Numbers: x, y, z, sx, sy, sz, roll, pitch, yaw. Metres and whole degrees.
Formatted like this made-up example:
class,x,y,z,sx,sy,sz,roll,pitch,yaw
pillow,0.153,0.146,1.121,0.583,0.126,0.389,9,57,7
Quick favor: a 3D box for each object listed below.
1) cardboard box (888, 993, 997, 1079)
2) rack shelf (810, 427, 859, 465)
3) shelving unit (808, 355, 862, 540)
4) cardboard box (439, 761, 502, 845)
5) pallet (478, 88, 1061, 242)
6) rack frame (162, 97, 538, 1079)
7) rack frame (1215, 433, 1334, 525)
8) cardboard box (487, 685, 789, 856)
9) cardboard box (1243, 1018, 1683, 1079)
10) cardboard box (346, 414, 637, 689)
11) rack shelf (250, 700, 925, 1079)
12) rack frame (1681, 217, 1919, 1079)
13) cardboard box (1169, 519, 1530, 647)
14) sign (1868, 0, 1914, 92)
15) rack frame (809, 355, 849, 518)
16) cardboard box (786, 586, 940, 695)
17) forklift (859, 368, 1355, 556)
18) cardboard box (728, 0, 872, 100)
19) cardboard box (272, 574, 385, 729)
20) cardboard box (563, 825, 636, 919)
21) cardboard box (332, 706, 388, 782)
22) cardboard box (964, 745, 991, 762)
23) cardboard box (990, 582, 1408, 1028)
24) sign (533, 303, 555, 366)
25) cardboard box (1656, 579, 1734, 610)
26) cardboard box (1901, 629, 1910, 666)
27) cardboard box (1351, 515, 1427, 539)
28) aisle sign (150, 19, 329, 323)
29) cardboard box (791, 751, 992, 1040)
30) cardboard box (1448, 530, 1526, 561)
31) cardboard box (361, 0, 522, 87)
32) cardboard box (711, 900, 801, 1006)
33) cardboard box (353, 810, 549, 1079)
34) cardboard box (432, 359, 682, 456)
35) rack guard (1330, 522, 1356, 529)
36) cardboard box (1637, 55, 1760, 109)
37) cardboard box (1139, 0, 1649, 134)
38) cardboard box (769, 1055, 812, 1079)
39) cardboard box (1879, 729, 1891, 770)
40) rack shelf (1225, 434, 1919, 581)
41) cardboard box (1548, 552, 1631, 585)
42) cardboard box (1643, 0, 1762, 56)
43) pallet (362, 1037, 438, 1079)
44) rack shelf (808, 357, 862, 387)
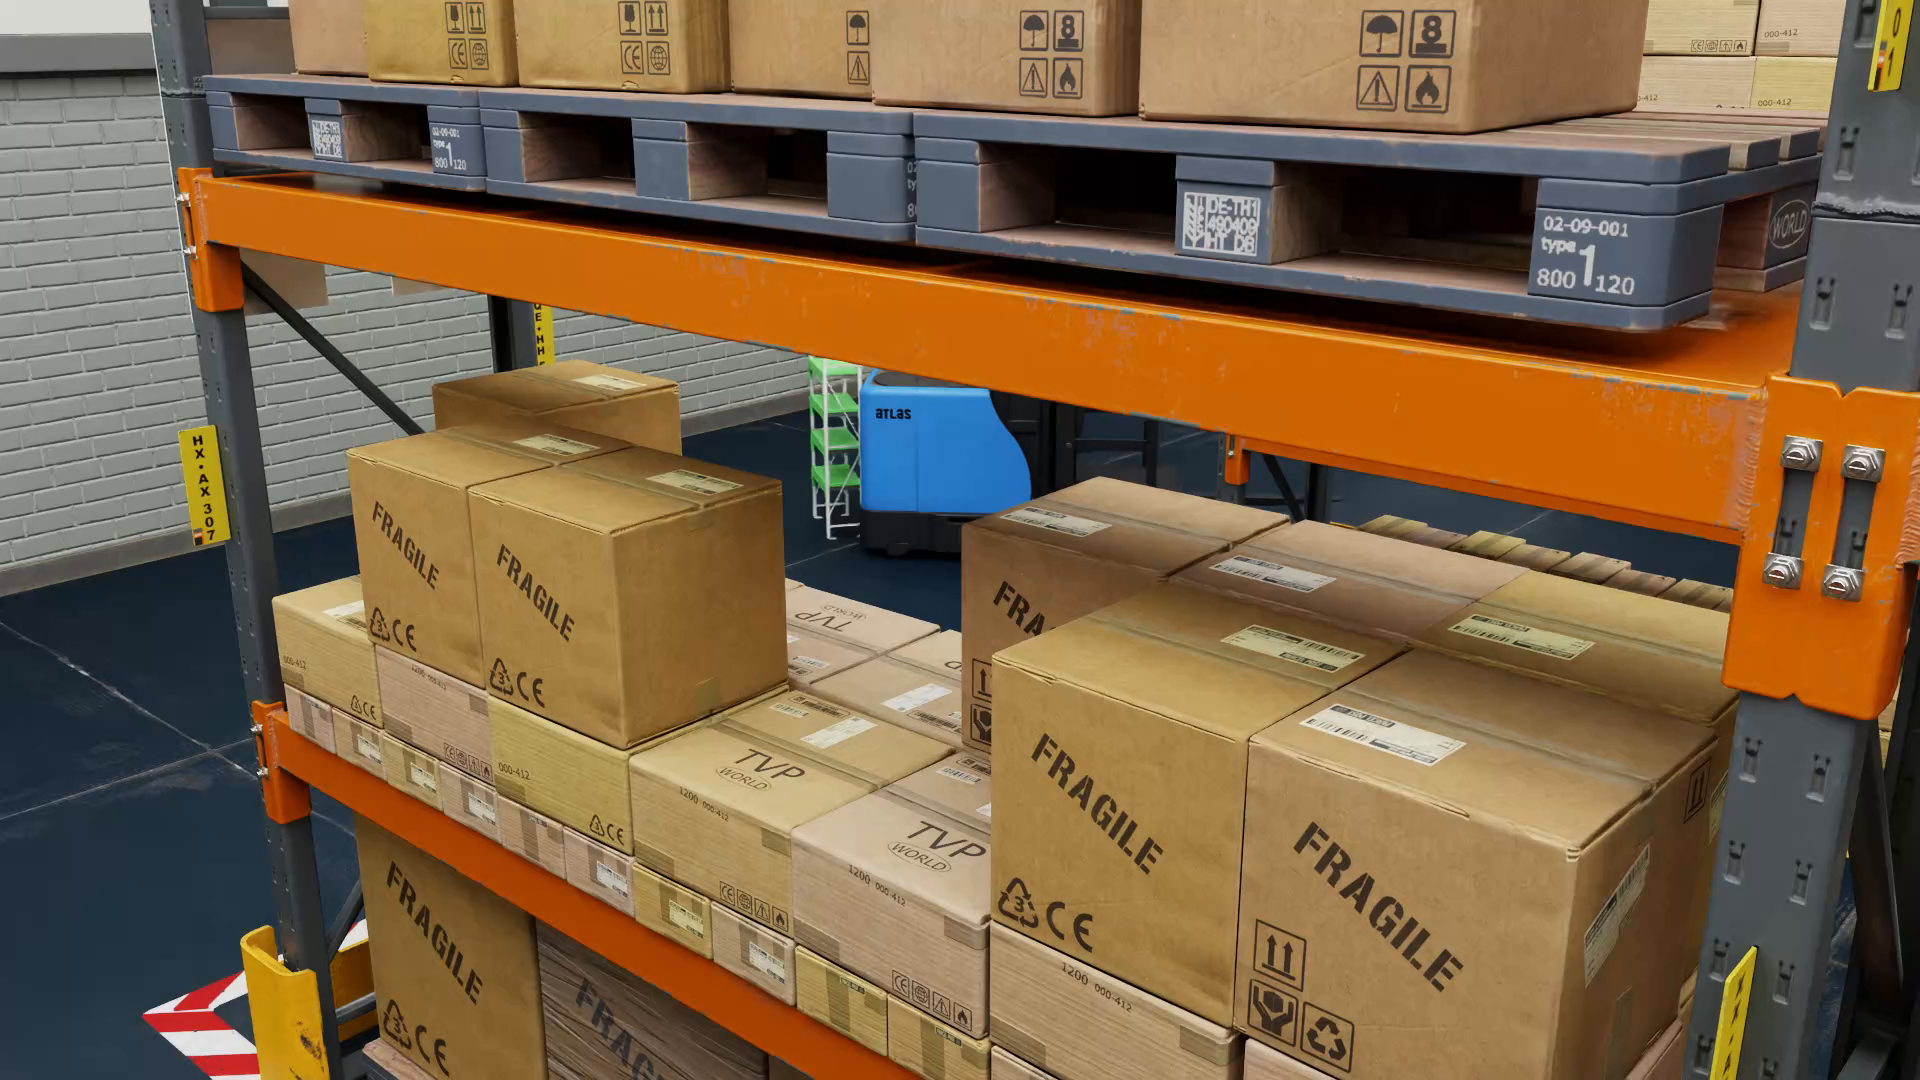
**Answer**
class,x,y,z,sx,sy,sz,roll,pitch,yaw
cardboard box,0.079,0.907,3.209,0.250,0.149,0.380,16,23,40
rack shelf,-0.796,-0.596,10.719,0.258,0.148,0.480,-5,18,-14
shelving unit,-0.796,-0.657,10.699,0.258,1.200,0.503,-5,18,-14
cardboard box,-1.070,0.598,4.183,0.250,0.149,0.380,15,23,38
pallet,-0.219,-0.818,3.418,1.213,0.211,1.003,15,23,39
rack frame,-1.697,0.178,5.092,0.127,3.000,1.000,15,23,39
rack frame,1.671,-0.924,8.564,0.127,3.000,1.000,15,23,39
cardboard box,-0.751,0.470,3.929,0.500,0.250,0.500,14,22,37
cardboard box,0.790,0.882,2.631,0.500,0.250,0.500,14,23,38
cardboard box,-1.143,0.008,4.143,0.500,0.500,0.500,14,23,38
rack shelf,-0.201,0.923,3.935,4.000,0.370,1.077,15,23,39
rack frame,1.295,0.981,2.561,0.127,3.000,1.000,15,23,39
cardboard box,0.743,0.299,3.228,0.500,0.500,0.500,15,23,39
sign,0.927,-0.607,1.620,0.005,0.325,0.100,15,23,39
rack frame,-0.860,-0.729,10.924,0.240,1.200,0.015,-5,18,-14
cardboard box,-0.399,0.349,4.309,0.500,0.250,0.500,14,22,37
forklift,0.925,-1.397,10.169,3.031,2.935,1.130,1,18,5
cardboard box,-0.027,-1.134,3.241,0.500,0.500,0.700,16,24,42
cardboard box,-1.517,0.265,4.573,0.500,0.250,0.500,14,23,38
cardboard box,-0.687,0.701,3.858,0.250,0.149,0.380,15,23,39
cardboard box,-1.458,0.495,4.509,0.250,0.149,0.380,15,23,38
cardboard box,0.357,0.554,3.665,0.500,0.250,0.500,16,23,41
cardboard box,0.401,0.420,2.845,0.500,0.500,0.500,15,23,40
sign,-1.327,-0.607,5.259,0.005,0.325,0.100,15,23,39
cardboard box,3.390,0.319,7.683,0.250,0.149,0.380,15,23,40
cardboard box,3.944,0.483,7.167,0.250,0.149,0.380,14,23,38
cardboard box,2.235,0.000,8.687,0.250,0.149,0.380,15,23,40
aisle sign,-1.950,-1.008,4.530,0.004,0.787,0.394,15,23,39
cardboard box,0.020,0.676,3.279,0.500,0.250,0.500,16,23,40
cardboard box,2.663,0.087,8.414,0.250,0.149,0.380,14,23,38
cardboard box,-0.932,-1.315,3.811,0.500,0.500,0.700,14,22,37
cardboard box,-0.302,0.805,3.533,0.250,0.149,0.380,16,23,40
cardboard box,-1.165,1.101,5.002,0.875,0.875,0.875,15,23,39
cardboard box,-1.158,-0.211,4.835,0.500,0.500,0.500,15,23,40
rack guard,1.728,0.283,8.894,0.348,0.500,1.175,15,23,39
cardboard box,3.000,-1.821,6.679,0.500,0.250,0.500,15,23,39
cardboard box,0.669,-0.887,2.466,0.500,0.500,0.700,13,22,36
cardboard box,0.181,1.462,3.863,0.875,0.875,0.875,15,23,39
cardboard box,3.793,0.804,6.648,0.250,0.149,0.380,14,22,37
rack shelf,3.167,-0.179,7.407,4.000,0.370,1.077,15,23,39
cardboard box,3.052,0.195,8.075,0.250,0.149,0.380,16,24,41
cardboard box,2.967,-2.063,6.617,0.500,0.250,0.500,14,22,37
pallet,-1.047,1.650,5.063,1.213,0.211,1.003,15,23,39
rack shelf,-0.796,-1.054,10.573,0.258,0.148,0.480,-5,18,-14
